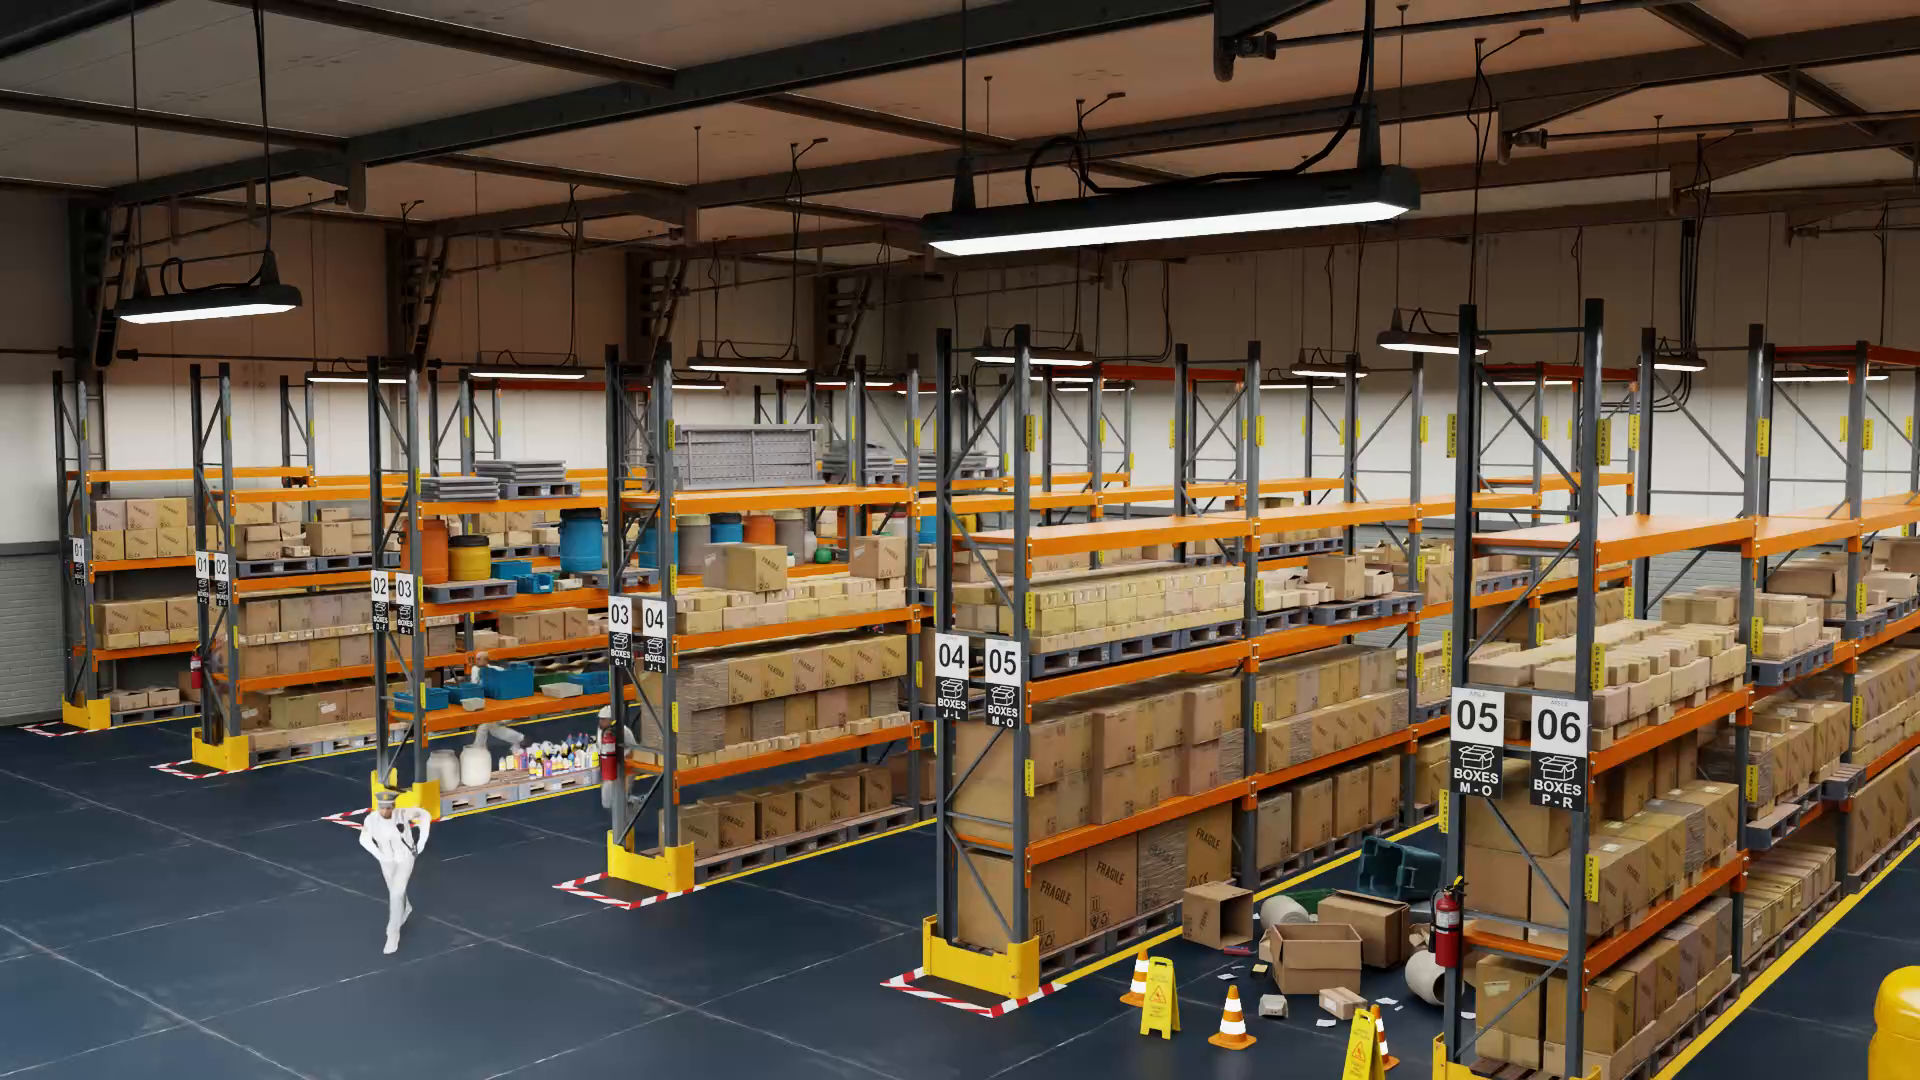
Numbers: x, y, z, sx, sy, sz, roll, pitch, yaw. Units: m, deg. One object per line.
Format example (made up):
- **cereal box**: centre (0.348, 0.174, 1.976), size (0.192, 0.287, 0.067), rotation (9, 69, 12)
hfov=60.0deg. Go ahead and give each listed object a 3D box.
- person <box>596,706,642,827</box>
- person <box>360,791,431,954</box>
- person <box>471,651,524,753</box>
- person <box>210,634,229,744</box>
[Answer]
- **person**: centre (-4.180, 2.857, 20.394), size (0.667, 1.705, 0.744), rotation (2, 5, 30)
- **person**: centre (-5.568, 3.212, 16.494), size (0.658, 1.624, 0.961), rotation (-1, 4, -7)
- **person**: centre (-6.949, 2.509, 24.759), size (0.712, 1.778, 1.188), rotation (3, 5, 34)
- **person**: centre (-11.808, 2.371, 26.627), size (0.725, 1.746, 0.902), rotation (1, 4, 17)
